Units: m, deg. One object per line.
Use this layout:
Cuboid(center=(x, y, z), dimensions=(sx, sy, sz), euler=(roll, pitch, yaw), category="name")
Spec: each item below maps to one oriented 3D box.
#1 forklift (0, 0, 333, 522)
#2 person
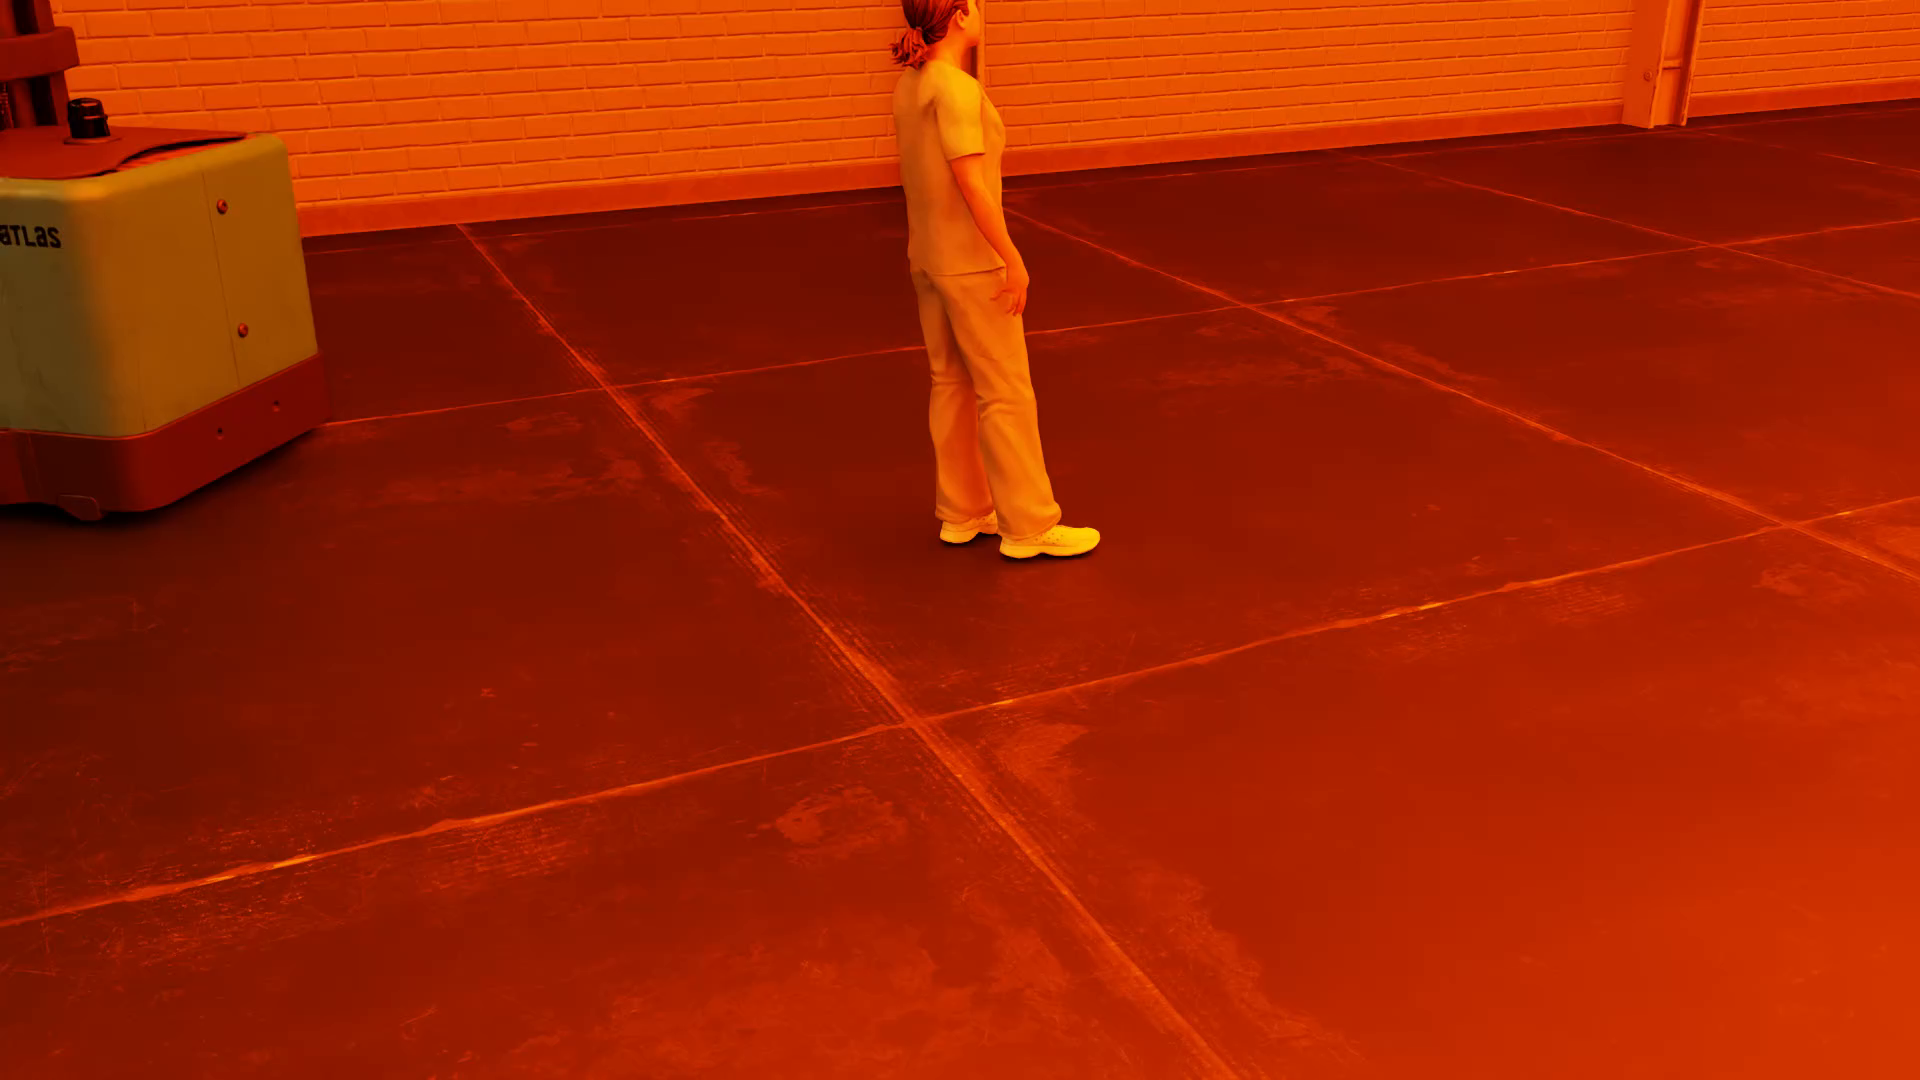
Cuboid(center=(-3.832, -1.698, 5.373), dimensions=(3.031, 2.935, 1.130), euler=(5, 23, 13), category="forklift")
Cuboid(center=(0.072, -0.788, 4.800), dimensions=(0.549, 1.675, 0.549), euler=(-10, 25, -23), category="person")
